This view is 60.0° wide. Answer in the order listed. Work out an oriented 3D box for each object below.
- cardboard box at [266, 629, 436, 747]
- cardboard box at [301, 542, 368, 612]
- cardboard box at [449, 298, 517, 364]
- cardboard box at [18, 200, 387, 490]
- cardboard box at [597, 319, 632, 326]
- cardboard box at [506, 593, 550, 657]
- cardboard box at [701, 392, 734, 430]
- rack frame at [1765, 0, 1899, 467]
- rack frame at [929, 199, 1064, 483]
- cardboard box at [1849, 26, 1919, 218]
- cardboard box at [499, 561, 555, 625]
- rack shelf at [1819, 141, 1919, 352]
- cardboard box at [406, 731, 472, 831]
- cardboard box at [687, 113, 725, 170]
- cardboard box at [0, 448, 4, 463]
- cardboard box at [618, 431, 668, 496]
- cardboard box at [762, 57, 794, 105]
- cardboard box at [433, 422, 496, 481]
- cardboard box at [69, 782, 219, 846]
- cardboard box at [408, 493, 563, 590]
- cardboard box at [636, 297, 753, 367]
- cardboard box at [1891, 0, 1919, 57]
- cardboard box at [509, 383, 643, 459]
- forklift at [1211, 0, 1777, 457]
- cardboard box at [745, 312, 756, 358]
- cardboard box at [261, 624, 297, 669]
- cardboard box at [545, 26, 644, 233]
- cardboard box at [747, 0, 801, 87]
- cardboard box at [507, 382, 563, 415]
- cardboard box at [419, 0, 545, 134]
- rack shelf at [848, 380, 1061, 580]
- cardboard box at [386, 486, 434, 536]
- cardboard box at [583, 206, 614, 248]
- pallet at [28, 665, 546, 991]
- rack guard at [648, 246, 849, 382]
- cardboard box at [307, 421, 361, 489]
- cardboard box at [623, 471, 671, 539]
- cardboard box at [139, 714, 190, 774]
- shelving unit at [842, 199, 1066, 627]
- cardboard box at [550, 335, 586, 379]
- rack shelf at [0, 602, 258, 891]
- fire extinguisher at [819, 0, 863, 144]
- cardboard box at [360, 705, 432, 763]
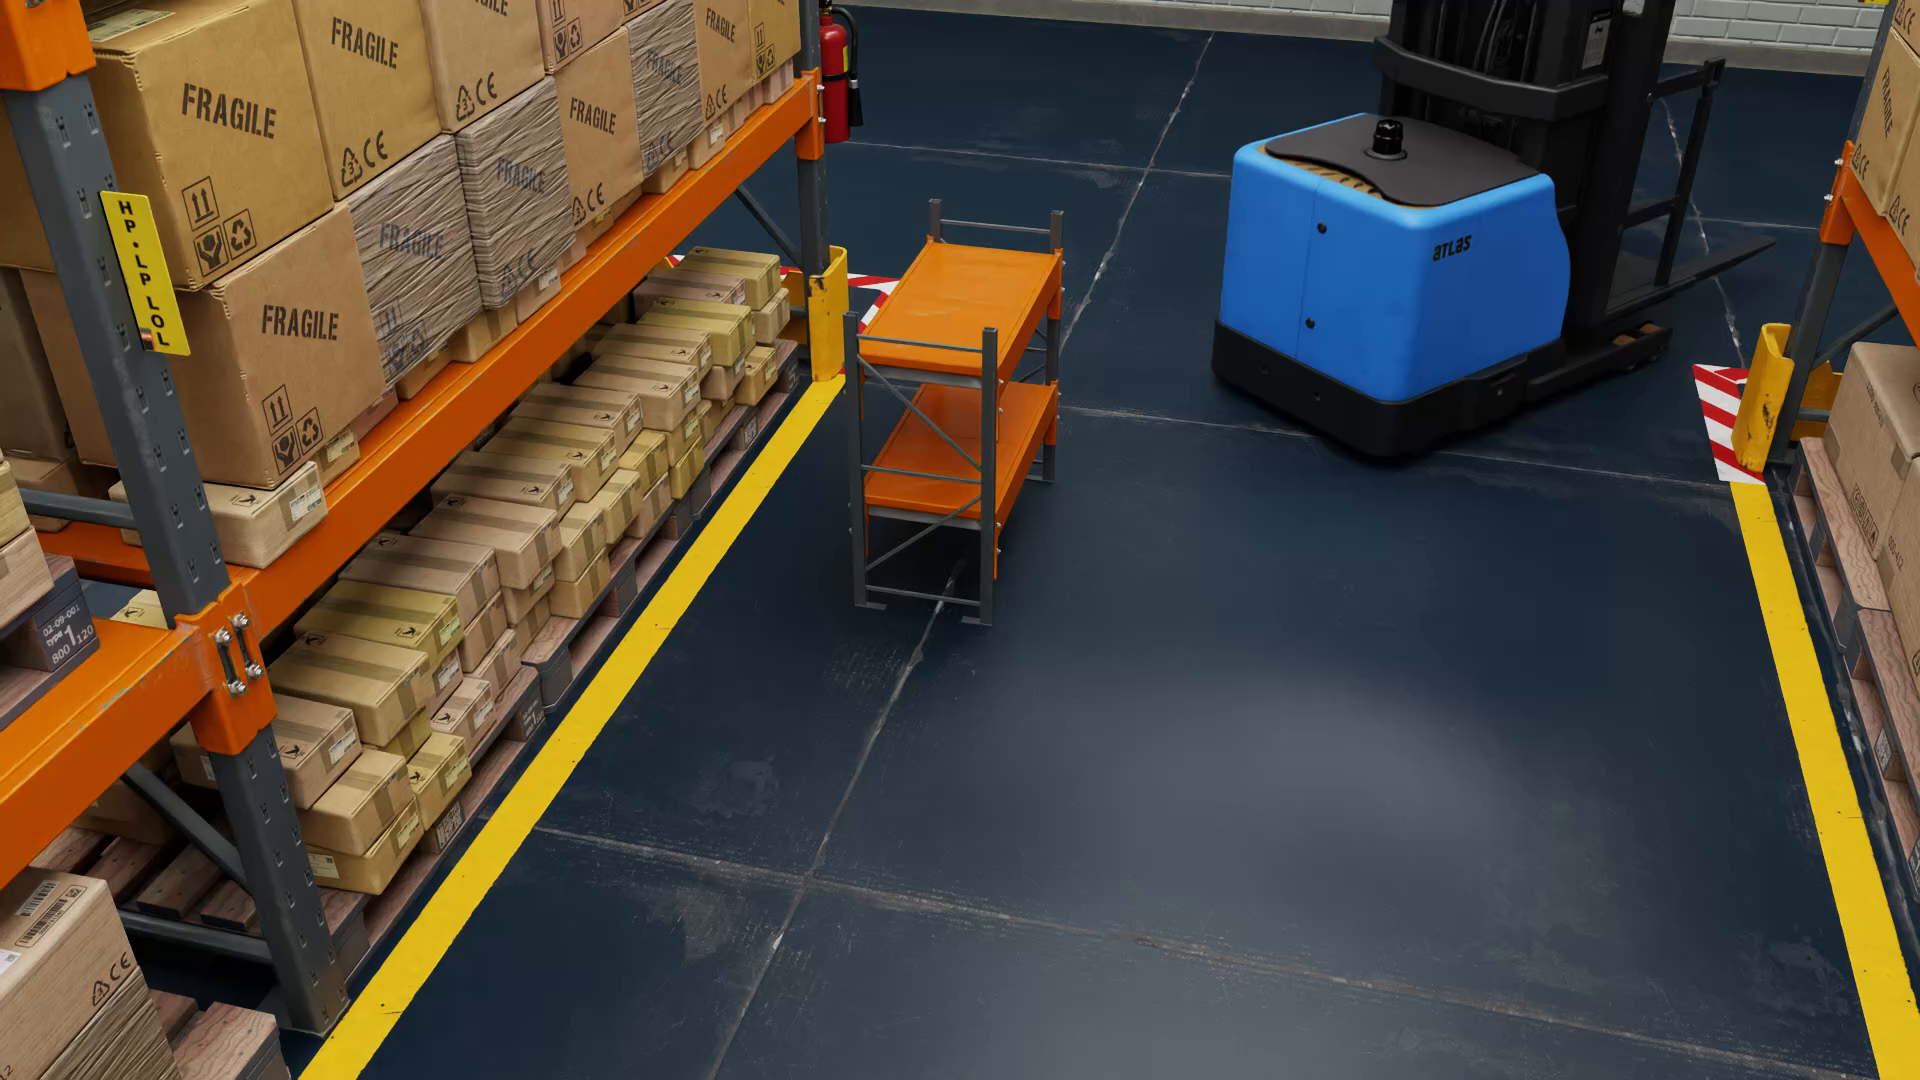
[{"bbox_3d":[-1.673,0.400,4.536,0.380,0.149,0.250,10,34,15],"label":"cardboard box"},{"bbox_3d":[-2.025,0.073,5.050,0.380,0.149,0.250,9,34,14],"label":"cardboard box"},{"bbox_3d":[-1.487,-0.638,4.691,0.380,0.149,0.250,9,33,13],"label":"cardboard box"},{"bbox_3d":[-1.719,-0.480,3.838,0.500,0.500,0.500,7,33,11],"label":"cardboard box"},{"bbox_3d":[-1.578,-0.893,6.848,0.380,0.149,0.250,8,33,12],"label":"cardboard box"},{"bbox_3d":[-1.554,0.234,5.352,0.380,0.149,0.250,7,33,10],"label":"cardboard box"},{"bbox_3d":[-1.122,-0.565,6.609,0.380,0.149,0.250,8,33,12],"label":"cardboard box"},{"bbox_3d":[3.741,-1.544,5.882,1.000,3.000,0.127,8,33,12],"label":"rack frame"},{"bbox_3d":[0.131,-0.742,6.369,0.500,1.125,0.032,8,33,12],"label":"rack frame"},{"bbox_3d":[3.341,-1.376,5.525,0.500,0.500,0.500,8,33,12],"label":"cardboard box"},{"bbox_3d":[-1.518,0.112,5.266,0.380,0.149,0.250,10,34,15],"label":"cardboard box"},{"bbox_3d":[3.233,-0.202,4.443,1.077,0.370,4.000,8,33,12],"label":"rack shelf"},{"bbox_3d":[-1.617,0.653,4.693,0.380,0.149,0.250,9,34,14],"label":"cardboard box"},{"bbox_3d":[-1.073,-1.460,5.984,0.380,0.149,0.250,9,34,14],"label":"cardboard box"},{"bbox_3d":[-2.001,-0.177,3.020,0.380,0.149,0.250,10,34,15],"label":"cardboard box"},{"bbox_3d":[-1.263,-0.281,5.885,0.380,0.149,0.250,10,34,15],"label":"cardboard box"},{"bbox_3d":[-0.882,-1.851,6.601,0.380,0.149,0.250,8,33,12],"label":"cardboard box"},{"bbox_3d":[-1.821,-0.336,5.693,0.380,0.149,0.250,8,33,12],"label":"cardboard box"},{"bbox_3d":[-2.318,0.687,4.640,0.380,0.149,0.250,8,33,13],"label":"cardboard box"},{"bbox_3d":[-1.469,0.003,5.161,0.380,0.149,0.250,9,33,13],"label":"cardboard box"},{"bbox_3d":[-1.024,-0.807,6.435,0.380,0.149,0.250,7,33,11],"label":"cardboard box"},{"bbox_3d":[3.343,-1.798,5.256,0.500,0.500,0.500,7,33,11],"label":"cardboard box"},{"bbox_3d":[-1.340,-0.412,5.814,0.380,0.149,0.250,7,33,11],"label":"cardboard box"},{"bbox_3d":[2.592,-2.191,6.964,3.031,2.935,1.130,-21,38,-30],"label":"forklift"},{"bbox_3d":[-1.049,-0.824,6.738,0.380,0.149,0.250,7,33,11],"label":"cardboard box"},{"bbox_3d":[-2.208,0.321,4.938,0.380,0.149,0.250,7,33,11],"label":"cardboard box"},{"bbox_3d":[-1.330,-1.276,5.091,0.500,0.500,0.500,10,34,15],"label":"cardboard box"},{"bbox_3d":[-0.938,-2.065,6.331,0.500,0.500,0.500,9,33,13],"label":"cardboard box"},{"bbox_3d":[-1.700,-0.485,6.206,0.380,0.149,0.250,6,33,10],"label":"cardboard box"},{"bbox_3d":[-1.463,-1.408,4.367,0.500,0.500,0.500,9,33,13],"label":"cardboard box"},{"bbox_3d":[0.002,-0.272,6.085,0.538,0.278,1.000,8,33,12],"label":"rack shelf"},{"bbox_3d":[-1.916,-0.067,5.549,0.380,0.149,0.250,6,33,10],"label":"cardboard box"},{"bbox_3d":[-1.346,-1.055,5.348,0.380,0.149,0.250,9,33,13],"label":"cardboard box"},{"bbox_3d":[-1.952,0.734,4.899,1.003,0.211,1.213,8,33,12],"label":"pallet"},{"bbox_3d":[-1.092,-1.071,7.468,1.175,0.500,0.348,8,33,12],"label":"rack guard"},{"bbox_3d":[-1.706,-0.230,4.050,0.380,0.149,0.250,9,34,14],"label":"cardboard box"},{"bbox_3d":[-1.265,-0.155,5.964,0.380,0.149,0.250,9,33,13],"label":"cardboard box"},{"bbox_3d":[-2.250,0.465,4.434,0.380,0.149,0.250,9,34,14],"label":"cardboard box"},{"bbox_3d":[0.002,-0.478,5.954,0.538,1.125,1.048,8,33,12],"label":"shelving unit"},{"bbox_3d":[-1.659,-0.752,6.348,0.380,0.149,0.250,6,33,10],"label":"cardboard box"},{"bbox_3d":[-2.596,1.252,2.155,1.077,0.370,4.000,8,33,12],"label":"rack shelf"},{"bbox_3d":[-0.563,-2.043,7.087,0.296,0.674,0.183,8,33,12],"label":"fire extinguisher"},{"bbox_3d":[-1.709,0.523,4.620,0.380,0.149,0.250,8,33,13],"label":"cardboard box"}]
